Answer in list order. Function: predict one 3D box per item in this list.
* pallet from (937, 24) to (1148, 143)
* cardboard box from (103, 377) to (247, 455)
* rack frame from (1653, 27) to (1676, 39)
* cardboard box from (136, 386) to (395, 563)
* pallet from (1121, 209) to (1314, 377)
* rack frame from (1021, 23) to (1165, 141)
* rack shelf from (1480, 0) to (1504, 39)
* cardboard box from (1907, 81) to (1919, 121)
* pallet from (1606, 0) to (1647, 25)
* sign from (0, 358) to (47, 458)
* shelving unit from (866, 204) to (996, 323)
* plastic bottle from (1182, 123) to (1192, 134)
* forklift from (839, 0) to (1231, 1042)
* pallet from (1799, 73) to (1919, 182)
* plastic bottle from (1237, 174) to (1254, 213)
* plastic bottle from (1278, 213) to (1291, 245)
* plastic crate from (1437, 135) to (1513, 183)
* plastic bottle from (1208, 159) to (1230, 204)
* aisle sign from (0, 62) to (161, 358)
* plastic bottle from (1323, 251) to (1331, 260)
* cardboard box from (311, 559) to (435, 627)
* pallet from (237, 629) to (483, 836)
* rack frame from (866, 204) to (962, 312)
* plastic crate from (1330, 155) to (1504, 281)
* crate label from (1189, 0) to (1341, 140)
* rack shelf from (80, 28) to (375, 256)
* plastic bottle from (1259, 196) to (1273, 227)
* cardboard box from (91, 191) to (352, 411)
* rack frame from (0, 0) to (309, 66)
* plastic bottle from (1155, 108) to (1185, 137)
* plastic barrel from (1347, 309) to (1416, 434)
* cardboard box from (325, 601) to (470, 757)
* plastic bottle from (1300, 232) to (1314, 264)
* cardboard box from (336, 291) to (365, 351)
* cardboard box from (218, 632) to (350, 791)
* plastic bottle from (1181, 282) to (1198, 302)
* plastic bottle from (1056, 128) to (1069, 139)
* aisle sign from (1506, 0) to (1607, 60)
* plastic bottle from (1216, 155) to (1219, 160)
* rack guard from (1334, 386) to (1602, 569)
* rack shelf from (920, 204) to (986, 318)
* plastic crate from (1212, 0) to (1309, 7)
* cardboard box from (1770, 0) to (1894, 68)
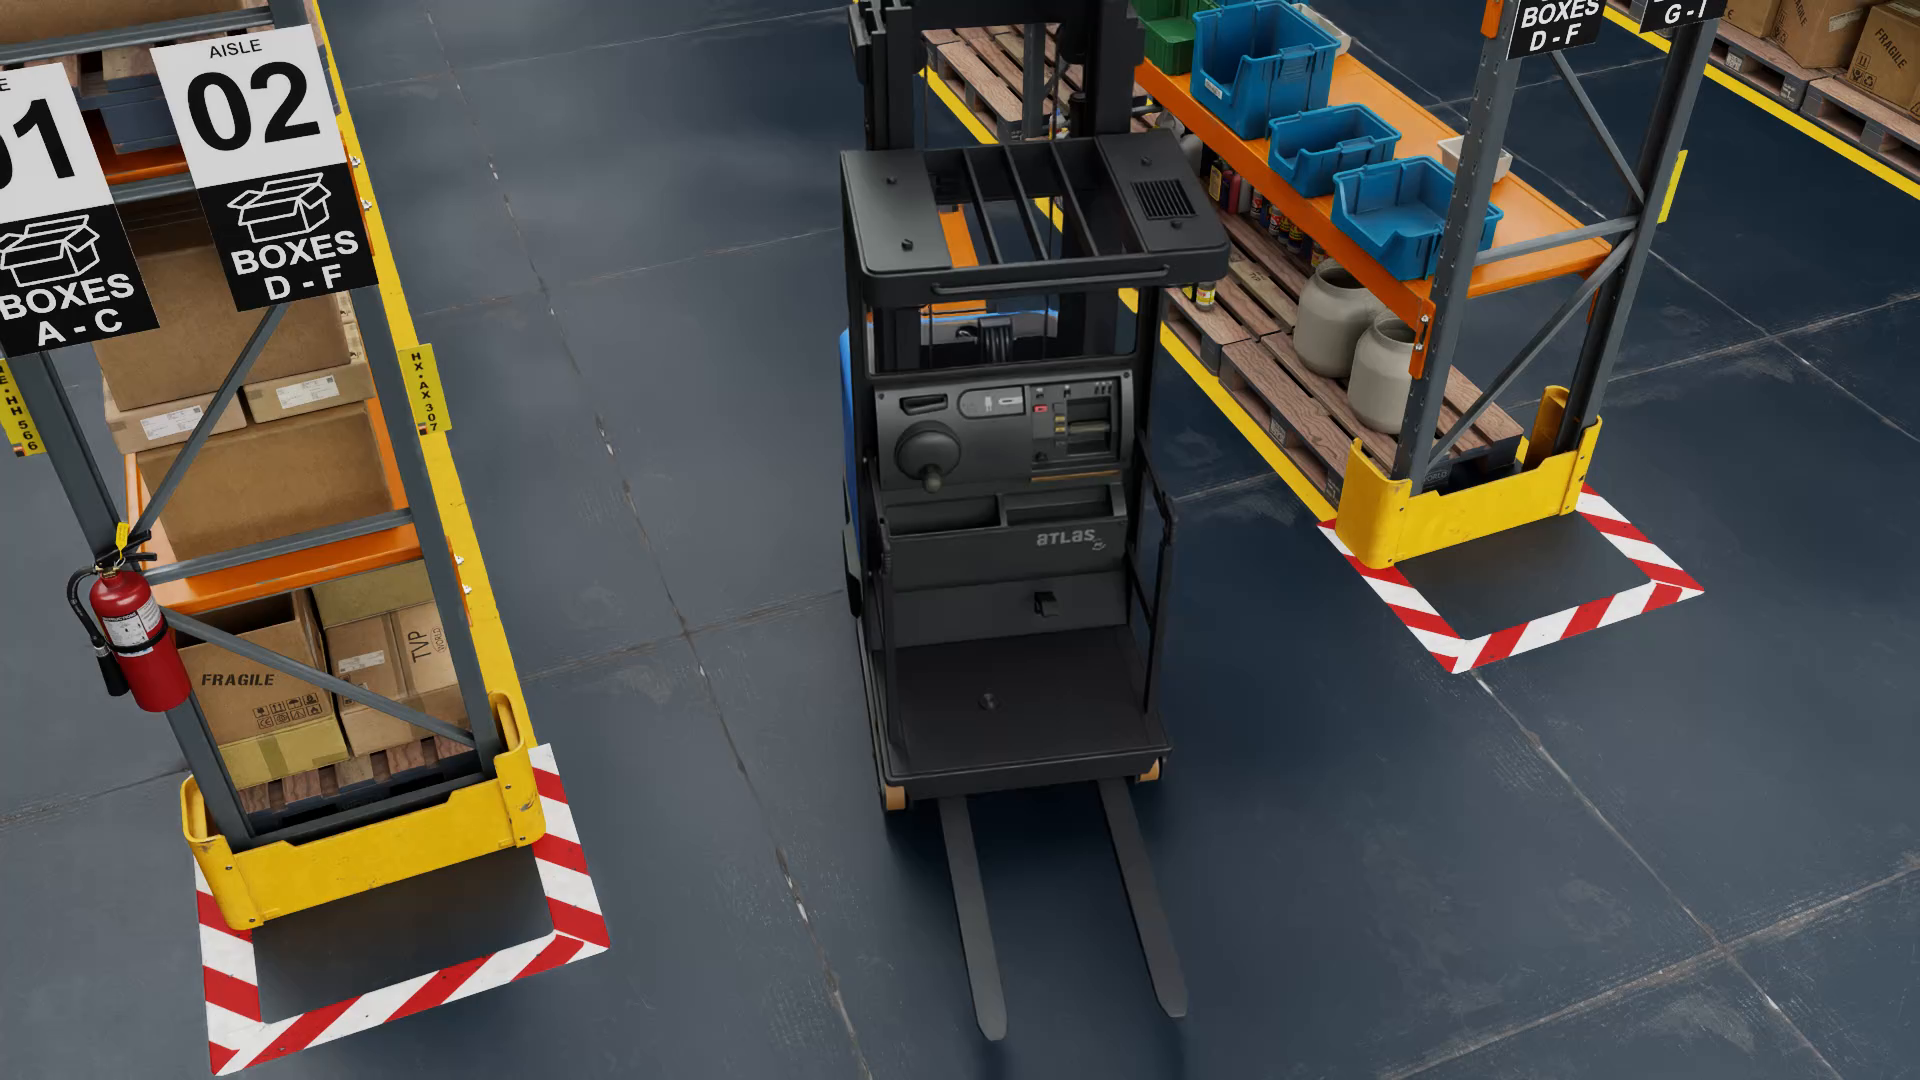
[{"bbox_3d":[0.529,-3.023,11.022,1.003,0.211,1.213,-15,43,-17],"label":"pallet"},{"bbox_3d":[-2.504,-0.440,5.305,0.380,0.149,0.250,-16,43,-18],"label":"cardboard box"},{"bbox_3d":[5.441,-4.852,11.010,1.000,3.000,0.127,-15,43,-17],"label":"rack frame"},{"bbox_3d":[-2.349,-0.296,5.635,0.700,0.500,0.500,-15,43,-17],"label":"cardboard box"},{"bbox_3d":[1.554,-1.408,9.144,1.003,0.211,1.213,-15,43,-17],"label":"pallet"},{"bbox_3d":[0.865,-3.616,9.574,1.000,3.000,0.127,-15,43,-17],"label":"rack frame"},{"bbox_3d":[1.631,-3.276,7.429,1.077,0.370,4.000,-15,43,-17],"label":"rack shelf"},{"bbox_3d":[6.266,-2.768,10.182,0.500,0.500,0.500,-11,42,-13],"label":"cardboard box"},{"bbox_3d":[5.142,-4.263,12.465,1.003,0.211,1.213,-15,43,-17],"label":"pallet"},{"bbox_3d":[-2.689,-0.375,4.735,0.100,0.325,0.005,-15,43,-17],"label":"sign"},{"bbox_3d":[-0.167,-0.949,7.910,0.538,1.125,1.048,-6,41,-6],"label":"shelving unit"},{"bbox_3d":[1.378,-2.463,9.926,0.144,0.351,0.185,-16,43,-18],"label":"plastic bottle"},{"bbox_3d":[0.196,-0.316,5.788,1.130,2.935,3.031,-6,41,-6],"label":"forklift"},{"bbox_3d":[6.202,-2.663,10.603,1.003,0.211,1.213,-15,43,-17],"label":"pallet"},{"bbox_3d":[1.634,-2.025,9.475,0.152,0.276,0.135,-14,43,-16],"label":"plastic bottle"},{"bbox_3d":[1.821,-1.776,9.188,0.097,0.271,0.097,0,41,0],"label":"plastic bottle"},{"bbox_3d":[2.351,-1.726,7.578,0.298,0.136,0.250,-15,43,-17],"label":"plastic crate"},{"bbox_3d":[1.490,-2.086,9.540,0.061,0.283,0.133,-15,43,-17],"label":"plastic bottle"},{"bbox_3d":[-2.428,-0.846,4.358,0.394,0.787,0.004,-15,43,-17],"label":"aisle sign"},{"bbox_3d":[1.990,-1.509,8.878,0.097,0.271,0.097,0,41,0],"label":"plastic bottle"},{"bbox_3d":[-2.375,-0.054,6.642,0.500,0.500,0.500,-15,43,-17],"label":"cardboard box"},{"bbox_3d":[-2.513,0.634,6.770,1.003,0.211,1.213,-15,43,-17],"label":"pallet"},{"bbox_3d":[-0.242,-1.277,8.291,0.500,1.125,0.032,-6,41,-6],"label":"rack frame"},{"bbox_3d":[1.928,-1.377,7.084,0.499,0.251,0.616,-15,43,-17],"label":"plastic crate"},{"bbox_3d":[1.442,-2.262,7.971,0.502,0.435,0.616,-15,43,-17],"label":"crate label"},{"bbox_3d":[-2.947,-2.043,5.995,1.077,0.370,4.000,-15,43,-17],"label":"rack shelf"},{"bbox_3d":[1.743,-1.898,9.330,0.097,0.271,0.097,0,41,0],"label":"plastic bottle"},{"bbox_3d":[-2.369,-0.819,5.249,0.700,0.500,0.500,-15,43,-17],"label":"cardboard box"},{"bbox_3d":[-2.182,-2.248,3.381,1.000,3.000,0.127,-15,43,-17],"label":"rack frame"},{"bbox_3d":[1.245,-2.427,9.884,0.144,0.351,0.185,-15,43,-17],"label":"plastic bottle"},{"bbox_3d":[2.073,-0.800,7.885,0.421,0.512,0.421,0,41,0],"label":"plastic barrel"},{"bbox_3d":[-2.182,0.531,6.537,0.500,0.250,0.500,-15,43,-17],"label":"cardboard box"},{"bbox_3d":[1.920,-1.655,9.038,0.061,0.283,0.133,-14,43,-16],"label":"plastic bottle"},{"bbox_3d":[-2.237,-0.706,5.615,0.380,0.149,0.250,-16,43,-18],"label":"cardboard box"},{"bbox_3d":[-2.660,0.661,6.387,0.500,0.250,0.500,-15,43,-17],"label":"cardboard box"},{"bbox_3d":[1.227,-1.407,8.750,0.061,0.283,0.133,-14,43,-16],"label":"plastic bottle"},{"bbox_3d":[0.621,-2.360,9.921,0.097,0.201,0.097,0,41,0],"label":"plastic bottle"},{"bbox_3d":[2.149,-2.075,5.787,0.394,0.787,0.004,-15,43,-17],"label":"aisle sign"},{"bbox_3d":[1.552,-2.234,9.712,0.061,0.283,0.133,-12,42,-14],"label":"plastic bottle"},{"bbox_3d":[2.323,-0.293,7.626,1.175,0.500,0.348,-15,43,-17],"label":"rack guard"},{"bbox_3d":[-0.167,-1.171,7.719,0.538,0.278,1.000,-6,41,-6],"label":"rack shelf"},{"bbox_3d":[1.540,-2.961,8.926,0.499,0.251,0.616,-15,43,-17],"label":"plastic crate"},{"bbox_3d":[5.784,-3.469,10.998,0.500,0.500,0.500,-3,41,-3],"label":"cardboard box"}]
